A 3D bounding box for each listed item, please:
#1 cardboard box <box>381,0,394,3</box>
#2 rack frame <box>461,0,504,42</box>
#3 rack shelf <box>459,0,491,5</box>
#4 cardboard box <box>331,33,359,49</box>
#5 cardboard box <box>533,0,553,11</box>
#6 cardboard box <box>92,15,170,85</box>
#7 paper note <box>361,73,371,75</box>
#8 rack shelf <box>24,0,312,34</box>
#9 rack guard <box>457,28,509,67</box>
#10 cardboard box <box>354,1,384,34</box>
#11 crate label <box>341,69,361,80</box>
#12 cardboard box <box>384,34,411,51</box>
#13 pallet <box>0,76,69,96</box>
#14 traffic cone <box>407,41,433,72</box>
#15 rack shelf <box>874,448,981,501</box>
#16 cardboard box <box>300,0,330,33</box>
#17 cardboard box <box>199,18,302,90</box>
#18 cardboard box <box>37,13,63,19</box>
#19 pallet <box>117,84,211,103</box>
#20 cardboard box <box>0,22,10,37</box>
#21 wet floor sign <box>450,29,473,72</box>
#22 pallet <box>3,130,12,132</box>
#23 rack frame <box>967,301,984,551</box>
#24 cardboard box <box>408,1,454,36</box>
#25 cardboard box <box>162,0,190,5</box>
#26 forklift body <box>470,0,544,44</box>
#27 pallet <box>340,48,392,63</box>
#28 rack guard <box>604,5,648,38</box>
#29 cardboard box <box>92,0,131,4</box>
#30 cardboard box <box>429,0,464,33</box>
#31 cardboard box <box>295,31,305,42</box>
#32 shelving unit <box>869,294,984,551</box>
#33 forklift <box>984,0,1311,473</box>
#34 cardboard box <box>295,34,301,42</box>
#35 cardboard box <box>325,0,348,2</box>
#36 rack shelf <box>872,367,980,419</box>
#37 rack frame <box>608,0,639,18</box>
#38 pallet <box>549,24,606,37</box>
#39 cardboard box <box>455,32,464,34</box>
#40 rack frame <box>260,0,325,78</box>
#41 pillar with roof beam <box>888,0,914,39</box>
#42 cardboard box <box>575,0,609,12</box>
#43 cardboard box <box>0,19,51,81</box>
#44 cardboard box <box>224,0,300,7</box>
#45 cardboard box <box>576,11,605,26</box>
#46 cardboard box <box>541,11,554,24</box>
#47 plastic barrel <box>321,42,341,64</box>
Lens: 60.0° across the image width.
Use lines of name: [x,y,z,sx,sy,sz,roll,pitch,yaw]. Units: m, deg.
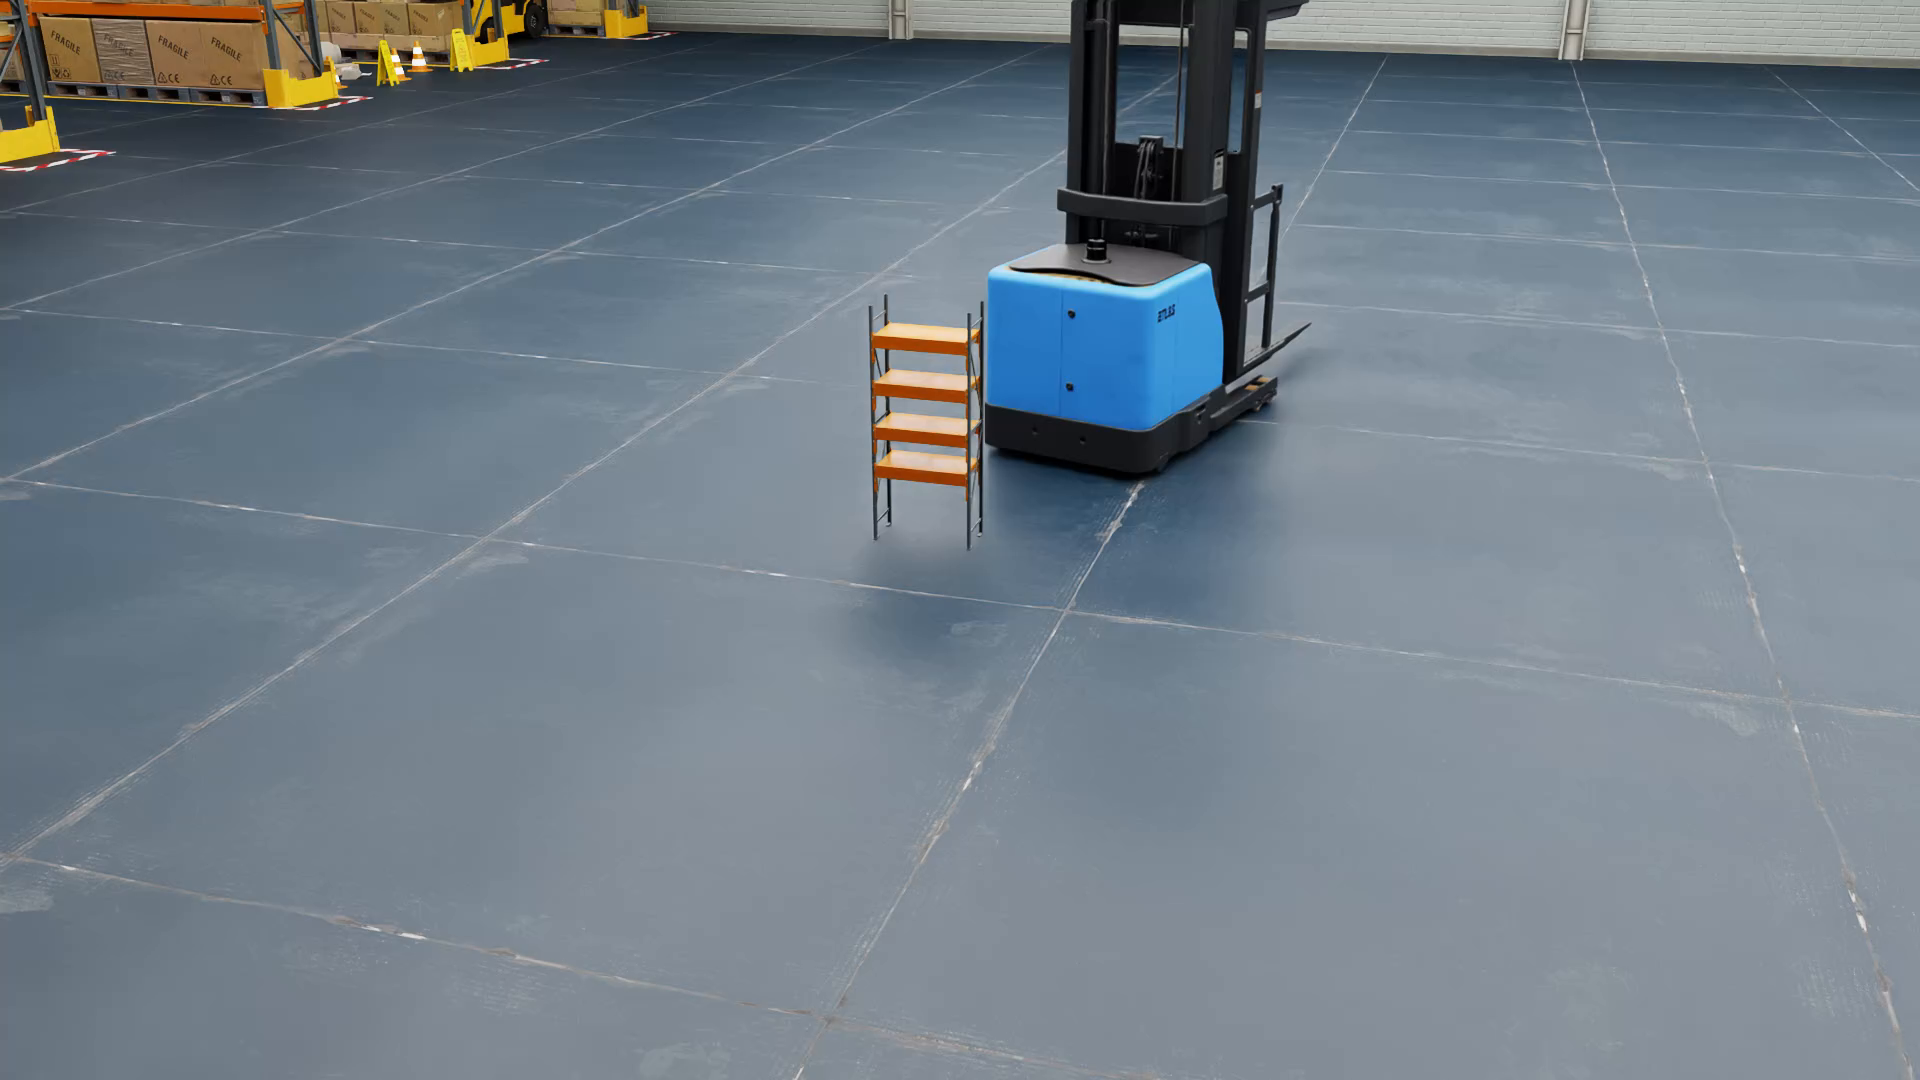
cardboard box: [-9.332,-8.944,27.413,0.250,0.149,0.380,7,23,16]
rack frame: [-7.879,-9.338,27.144,0.127,3.000,1.000,7,23,16]
rack shelf: [-9.793,-9.224,27.815,4.000,0.370,1.077,7,23,16]
cardboard box: [-10.198,-8.424,27.987,0.500,0.250,0.500,6,23,15]
cardboard box: [-7.982,-10.342,32.005,0.500,0.250,0.500,6,23,14]
cardboard box: [-11.595,-6.986,23.658,0.875,0.875,0.875,7,23,16]
paper note: [-9.359,-7.344,26.197,0.142,0.019,0.148,-1,22,-3]
rack shelf: [-11.127,-7.414,23.404,4.000,0.370,1.077,7,23,16]
rack guard: [-7.951,-8.189,27.639,0.348,0.500,1.175,7,23,16]
cardboard box: [-9.703,-8.714,27.705,0.500,0.500,0.500,6,23,14]
crate label: [-9.429,-7.215,25.741,0.298,0.136,0.250,-5,23,-12]
cardboard box: [-9.224,-8.310,27.710,0.500,0.250,0.500,7,23,16]
pallet: [-13.802,-6.734,24.471,1.213,0.211,1.003,7,23,16]
traffic cone: [-8.663,-7.742,26.598,0.334,0.463,0.336,7,23,16]
rack shelf: [-0.158,-0.327,8.251,0.480,0.148,0.258,7,23,16]
cardboard box: [-10.705,-8.828,27.984,0.500,0.500,0.500,8,23,18]
cardboard box: [-9.880,-6.790,23.179,0.875,0.875,0.875,7,23,16]
cardboard box: [-16.175,-9.532,29.864,0.875,0.875,0.875,6,23,15]
pallet: [-11.164,-6.432,23.734,1.213,0.211,1.003,7,23,15]
cardboard box: [-10.945,-5.739,18.702,0.250,0.149,0.380,7,23,16]
wet floor sign: [-8.006,-7.839,26.593,0.232,0.644,0.267,16,27,34]
pallet: [-11.582,-4.557,19.165,1.213,0.211,1.003,7,23,16]
rack frame: [0.075,-0.547,8.084,0.015,1.200,0.240,7,23,16]
cardboard box: [-8.721,-8.600,27.427,0.500,0.500,0.500,7,23,16]
cardboard box: [-10.613,-7.781,23.152,0.550,0.550,0.875,7,23,16]
forklift body: [-8.791,-10.294,30.594,1.214,2.155,2.313,7,23,16]
pallet: [-9.883,-8.292,28.270,1.213,0.211,1.003,7,23,16]
rack guard: [-6.426,-9.982,32.010,0.348,0.500,1.175,7,23,16]
cardboard box: [-11.669,-7.846,23.310,0.550,0.550,0.875,7,23,16]
cardboard box: [-8.594,-8.798,27.911,0.500,0.500,0.500,6,23,14]
cardboard box: [-11.221,-8.535,28.259,0.500,0.250,0.500,5,23,13]
shelving unit: [-0.158,-0.573,8.150,0.503,1.200,0.258,7,23,16]
forklift: [1.335,-2.231,9.910,1.130,2.935,3.031,13,26,29]
cardboard box: [-11.075,-8.009,27.196,0.500,0.500,0.500,-14,26,-30]
cardboard box: [-10.368,-9.063,27.702,0.250,0.149,0.380,8,24,19]
rack shelf: [-0.158,-0.718,8.090,0.480,0.148,0.258,7,23,16]
rack frame: [-6.449,-11.141,31.542,0.127,3.000,1.000,7,23,16]
pallet: [-7.193,-9.920,32.239,1.213,0.211,1.003,7,23,16]
cardboard box: [-8.571,-8.449,28.047,0.500,0.250,0.500,6,23,15]
rack frame: [-9.212,-7.528,22.733,0.127,3.000,1.000,7,23,16]
pillar with roof beam: [-2.354,-12.099,25.971,0.400,9.000,9.100,7,23,16]
cardboard box: [-7.005,-10.235,31.742,0.500,0.250,0.500,6,23,15]
cardboard box: [-13.662,-7.155,24.235,0.750,0.750,1.050,6,23,15]
cardboard box: [-9.580,-7.622,22.764,0.550,0.550,0.875,7,23,16]
cardboard box: [-6.990,-10.000,31.830,0.500,0.250,0.500,7,23,16]
cardboard box: [-7.939,-10.116,32.113,0.500,0.250,0.500,7,23,16]
plastic barrel: [-10.294,-7.822,26.844,0.512,0.421,0.421,-14,26,-30]
